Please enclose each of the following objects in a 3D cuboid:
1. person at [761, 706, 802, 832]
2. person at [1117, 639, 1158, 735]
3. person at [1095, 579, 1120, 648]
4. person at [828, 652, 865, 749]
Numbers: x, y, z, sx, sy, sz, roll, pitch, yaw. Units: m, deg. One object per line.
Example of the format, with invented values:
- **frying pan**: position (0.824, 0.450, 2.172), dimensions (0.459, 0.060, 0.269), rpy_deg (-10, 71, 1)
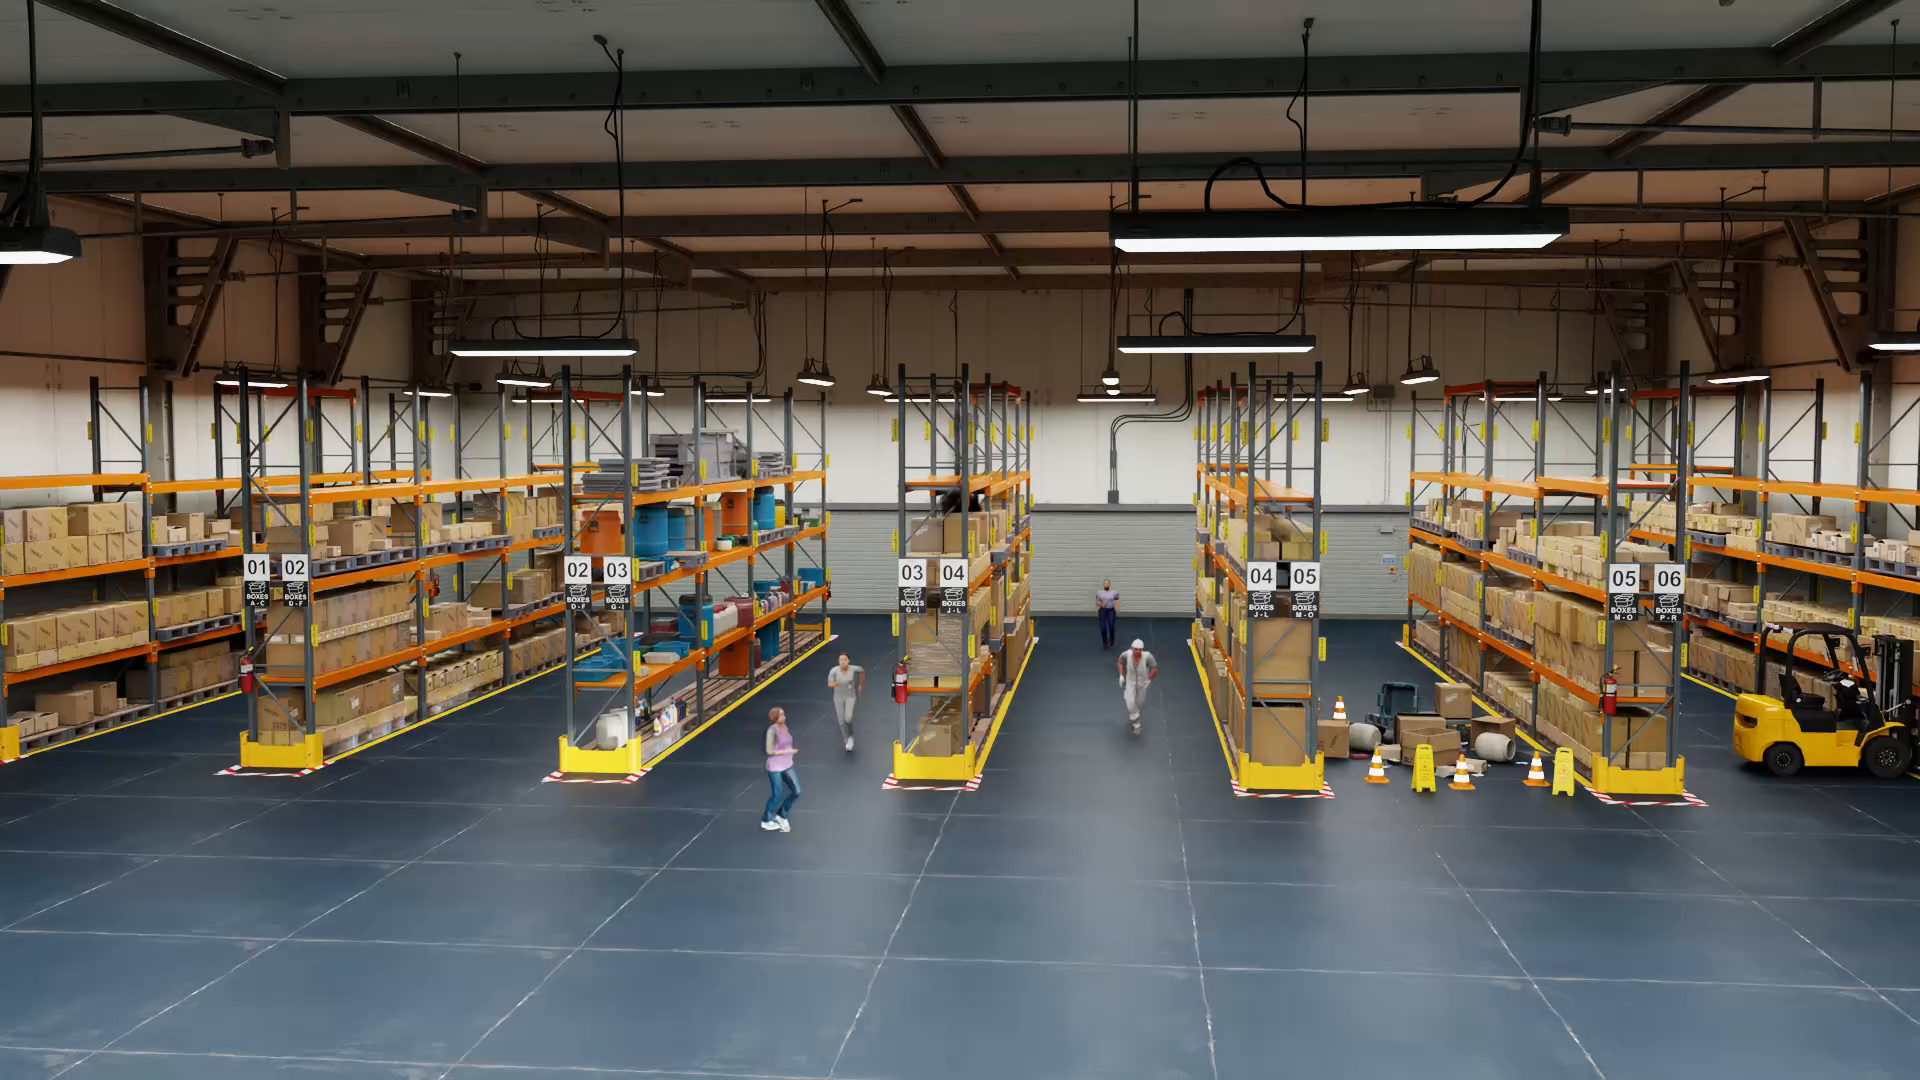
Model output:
- **person**: position (-2.223, 2.874, 20.777), dimensions (0.620, 1.599, 0.515), rpy_deg (2, 4, 32)
- **person**: position (2.971, 2.379, 27.898), dimensions (0.654, 1.536, 1.087), rpy_deg (0, 4, 6)
- **person**: position (3.425, 1.714, 38.659), dimensions (0.592, 1.609, 0.577), rpy_deg (0, 4, 7)
- **person**: position (-1.790, 2.519, 25.981), dimensions (0.521, 1.585, 0.818), rpy_deg (0, 4, 5)
